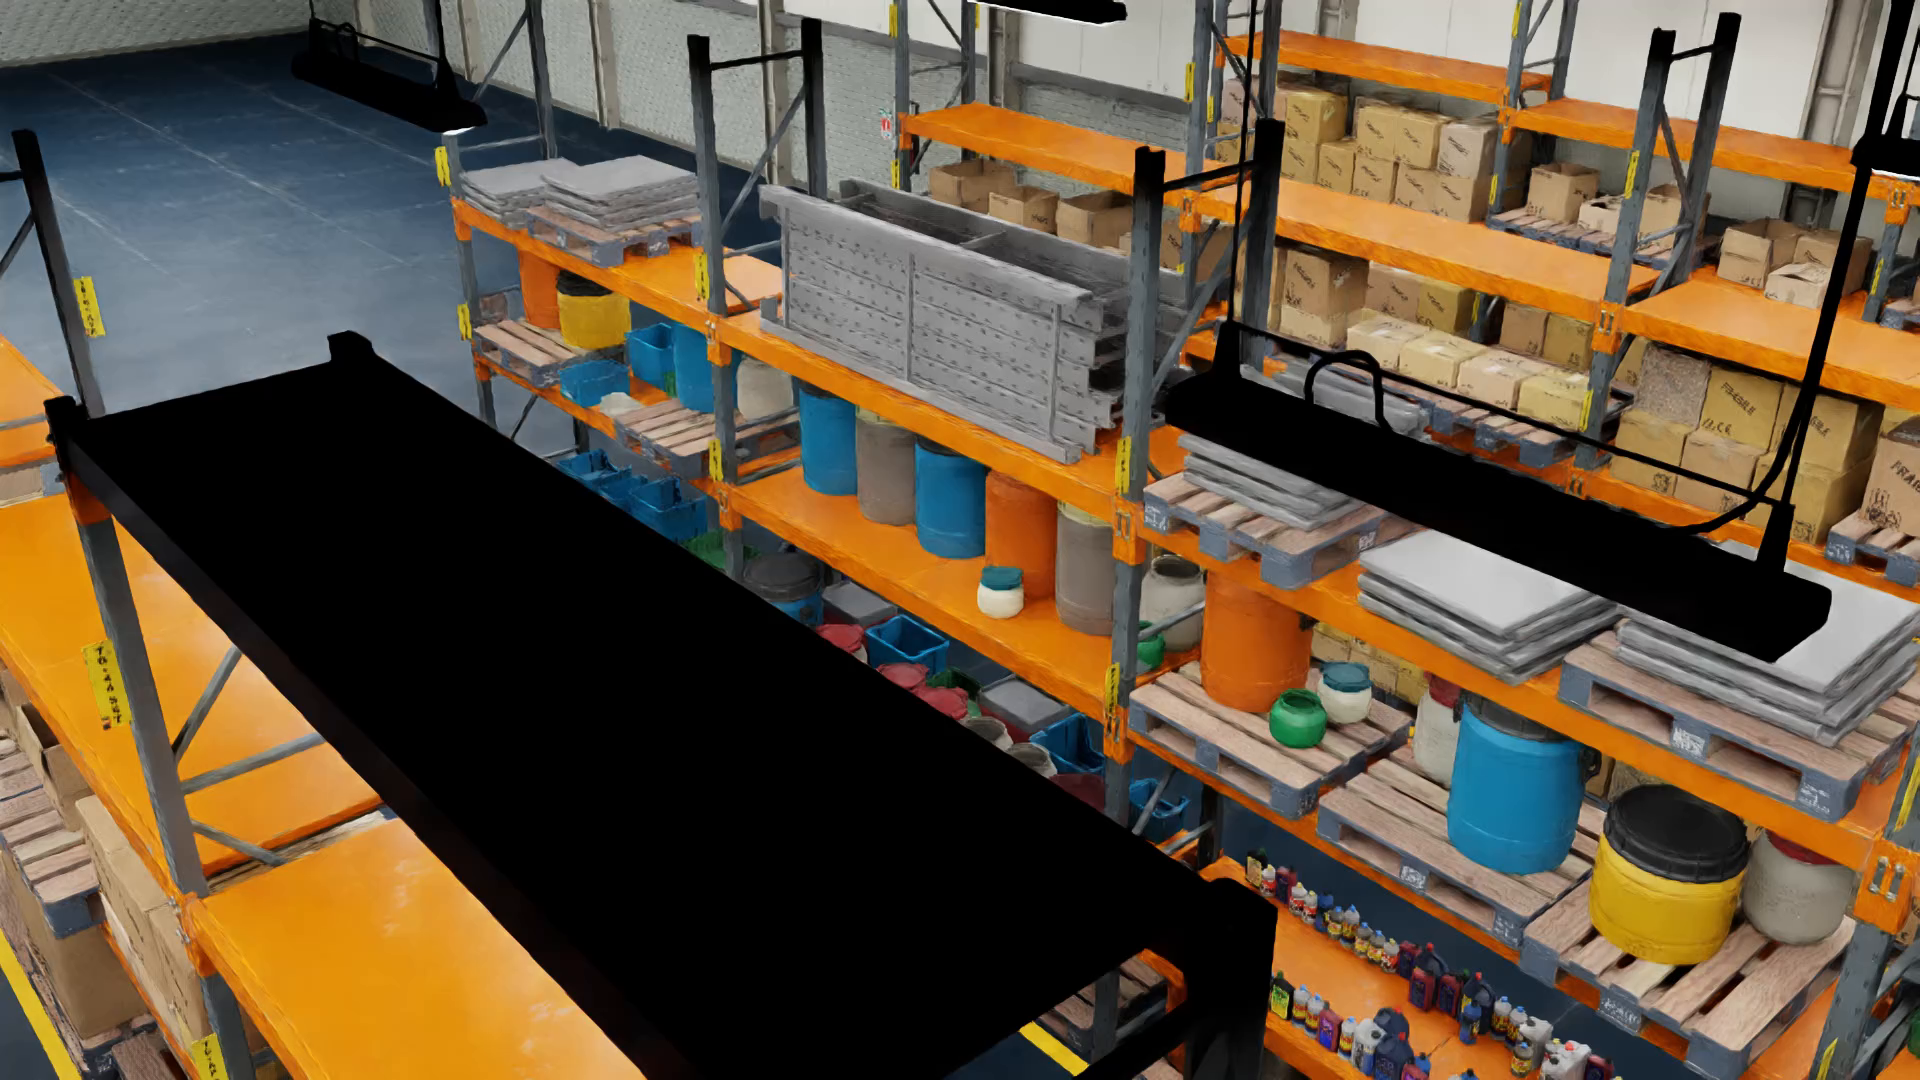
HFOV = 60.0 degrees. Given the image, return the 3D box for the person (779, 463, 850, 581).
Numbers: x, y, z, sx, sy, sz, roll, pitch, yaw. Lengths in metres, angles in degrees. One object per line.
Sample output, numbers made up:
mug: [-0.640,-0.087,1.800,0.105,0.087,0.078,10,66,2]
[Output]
person: [-1.502,-0.260,16.312,0.999,1.580,0.478,21,34,36]
